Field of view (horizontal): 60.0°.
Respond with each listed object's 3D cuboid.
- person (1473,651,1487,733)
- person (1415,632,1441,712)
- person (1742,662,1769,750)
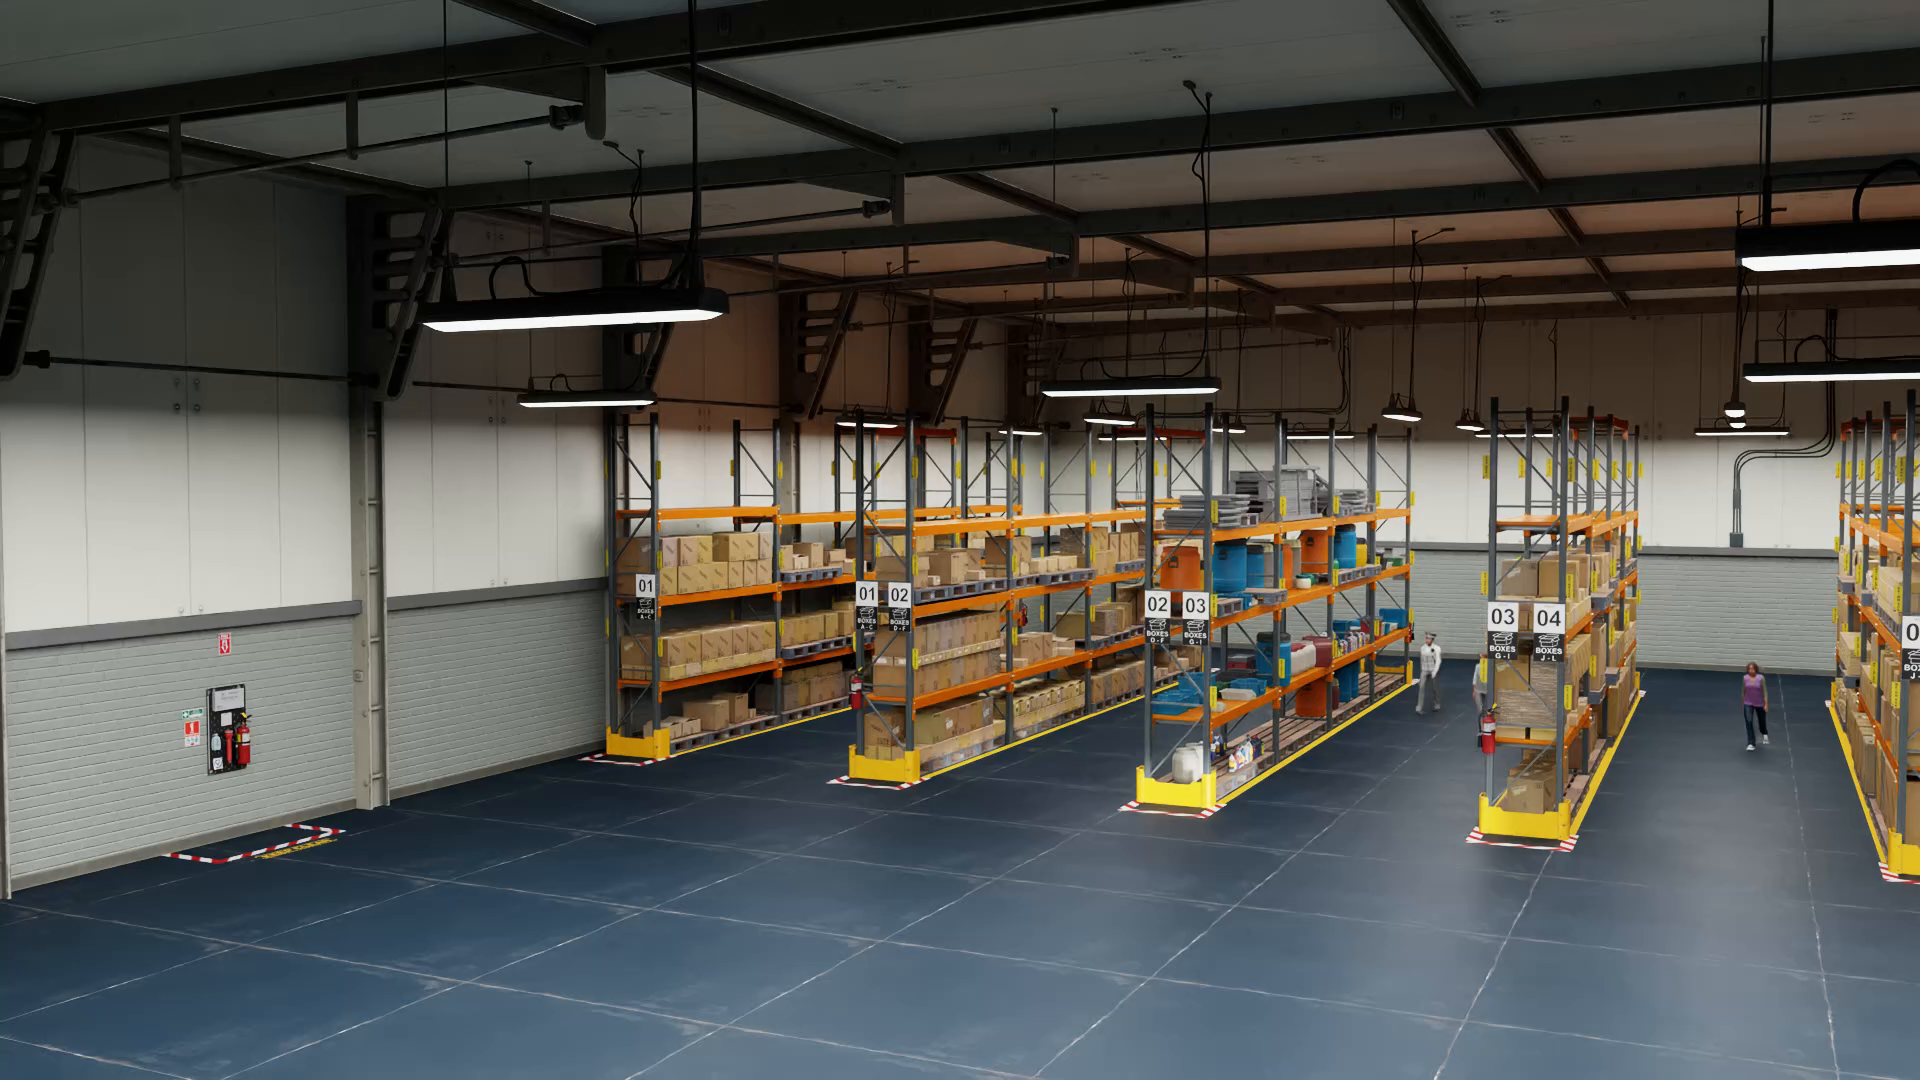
[{"bbox_3d":[9.831,2.883,31.158,0.467,1.604,0.408,2,3,36],"label":"person"},{"bbox_3d":[9.701,2.715,34.384,0.501,1.630,0.955,2,3,37],"label":"person"},{"bbox_3d":[14.290,2.957,29.861,0.442,1.559,0.843,2,3,34],"label":"person"}]
